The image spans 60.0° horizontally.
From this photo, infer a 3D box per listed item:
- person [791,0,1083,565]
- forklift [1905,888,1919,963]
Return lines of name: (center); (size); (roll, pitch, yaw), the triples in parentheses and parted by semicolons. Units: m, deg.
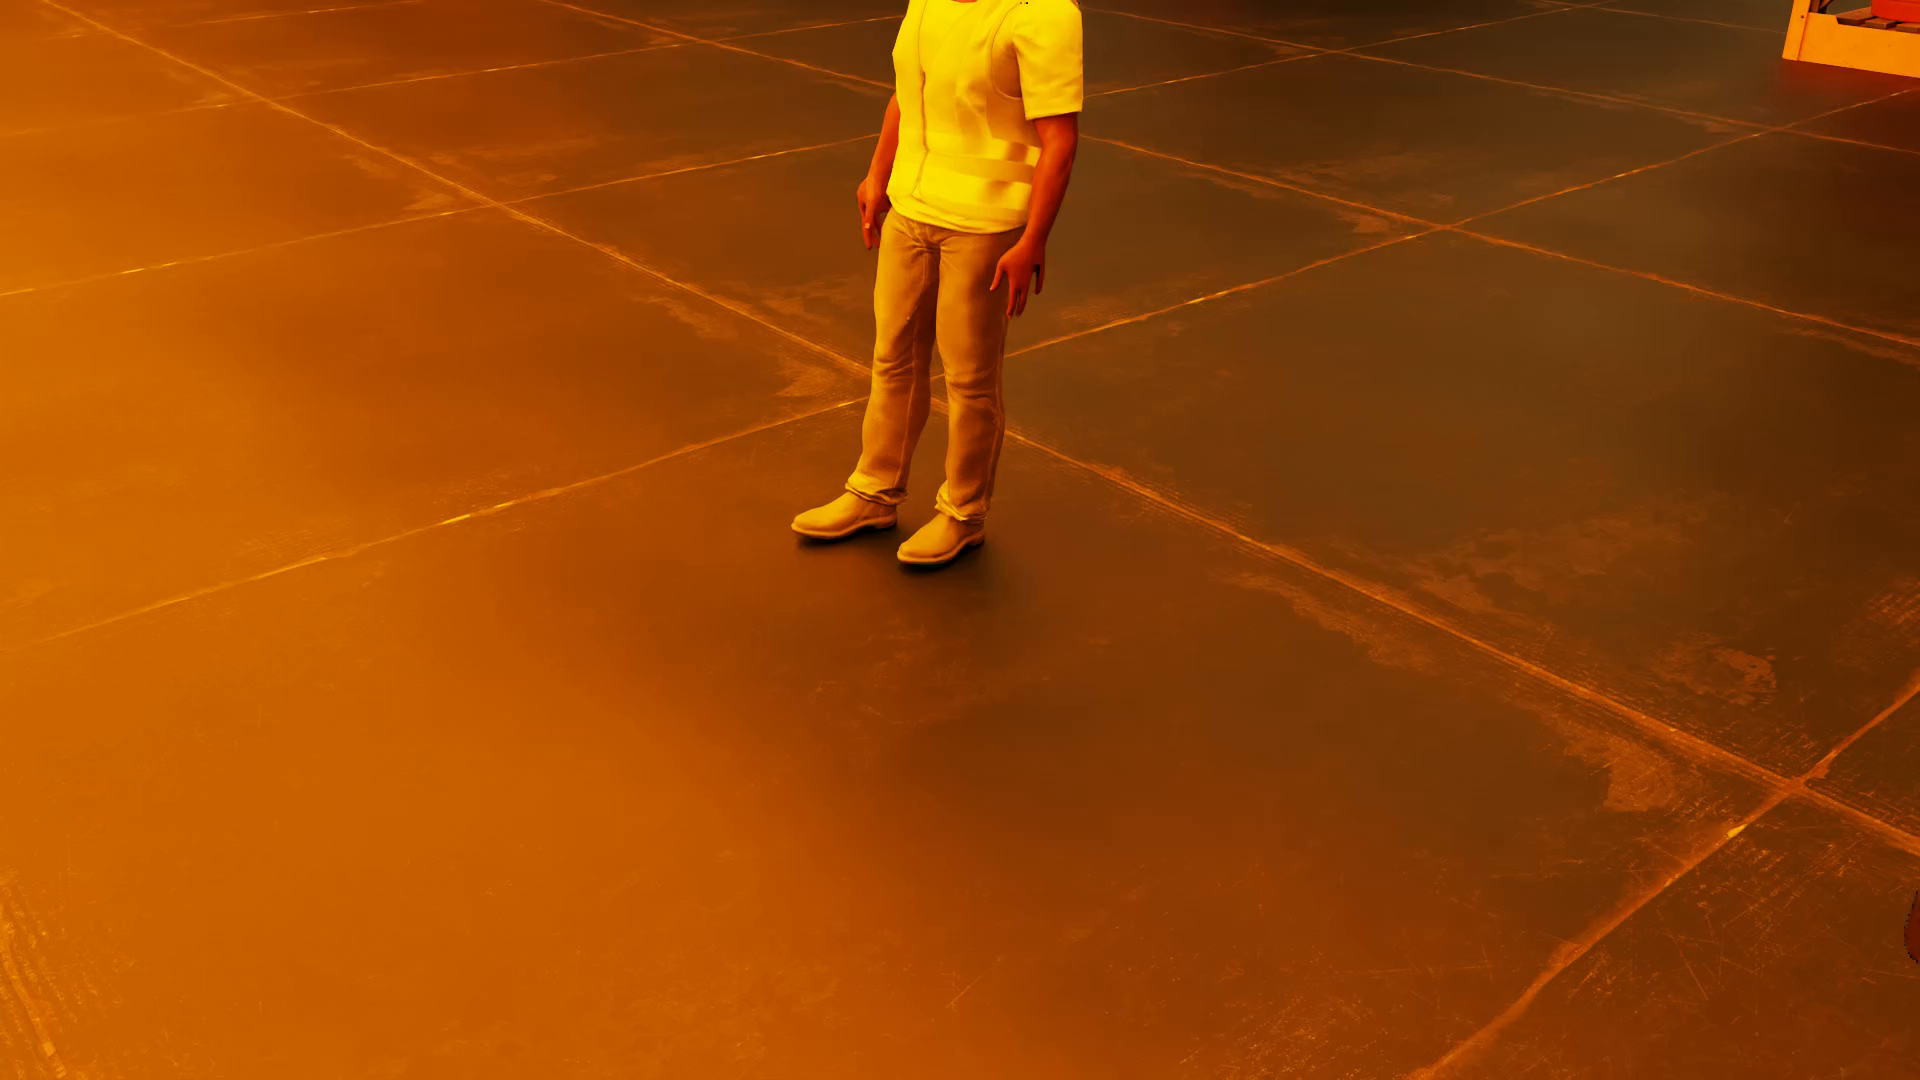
person: (-0.057, -0.779, 4.069); (0.575, 1.766, 0.666); (-20, 33, -35)
forklift: (3.137, -0.301, 1.810); (3.031, 2.935, 1.130); (18, 32, 32)
